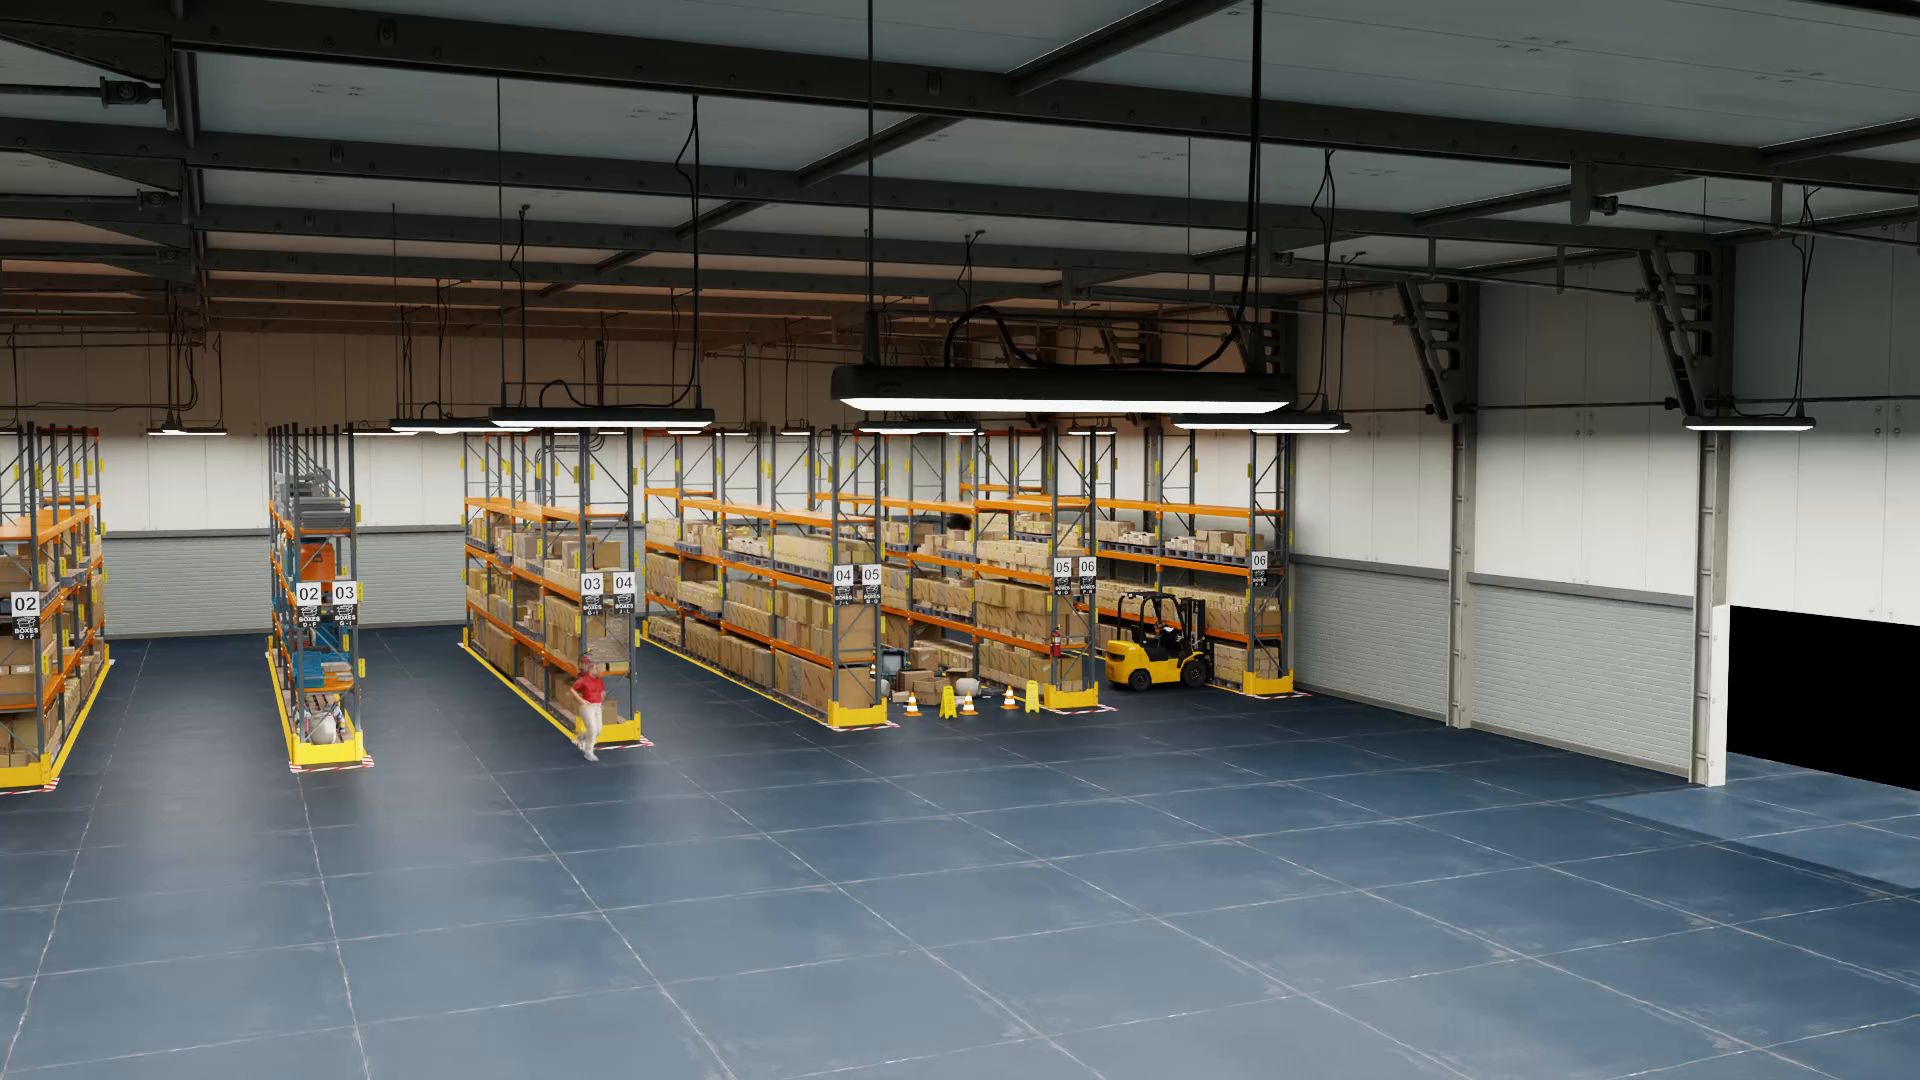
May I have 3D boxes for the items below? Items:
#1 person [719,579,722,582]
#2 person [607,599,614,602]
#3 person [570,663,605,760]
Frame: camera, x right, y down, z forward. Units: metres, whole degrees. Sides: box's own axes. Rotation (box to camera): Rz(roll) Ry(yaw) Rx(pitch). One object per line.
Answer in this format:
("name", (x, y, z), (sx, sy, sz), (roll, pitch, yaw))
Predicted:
("person", (-7.274, 1.857, 50.065), (0.547, 1.625, 0.582), (-2, 4, -23))
("person", (-9.807, 2.094, 46.300), (0.621, 1.652, 0.718), (-1, 4, -21))
("person", (-6.660, 3.073, 30.028), (0.846, 1.697, 0.692), (2, 4, 33))
